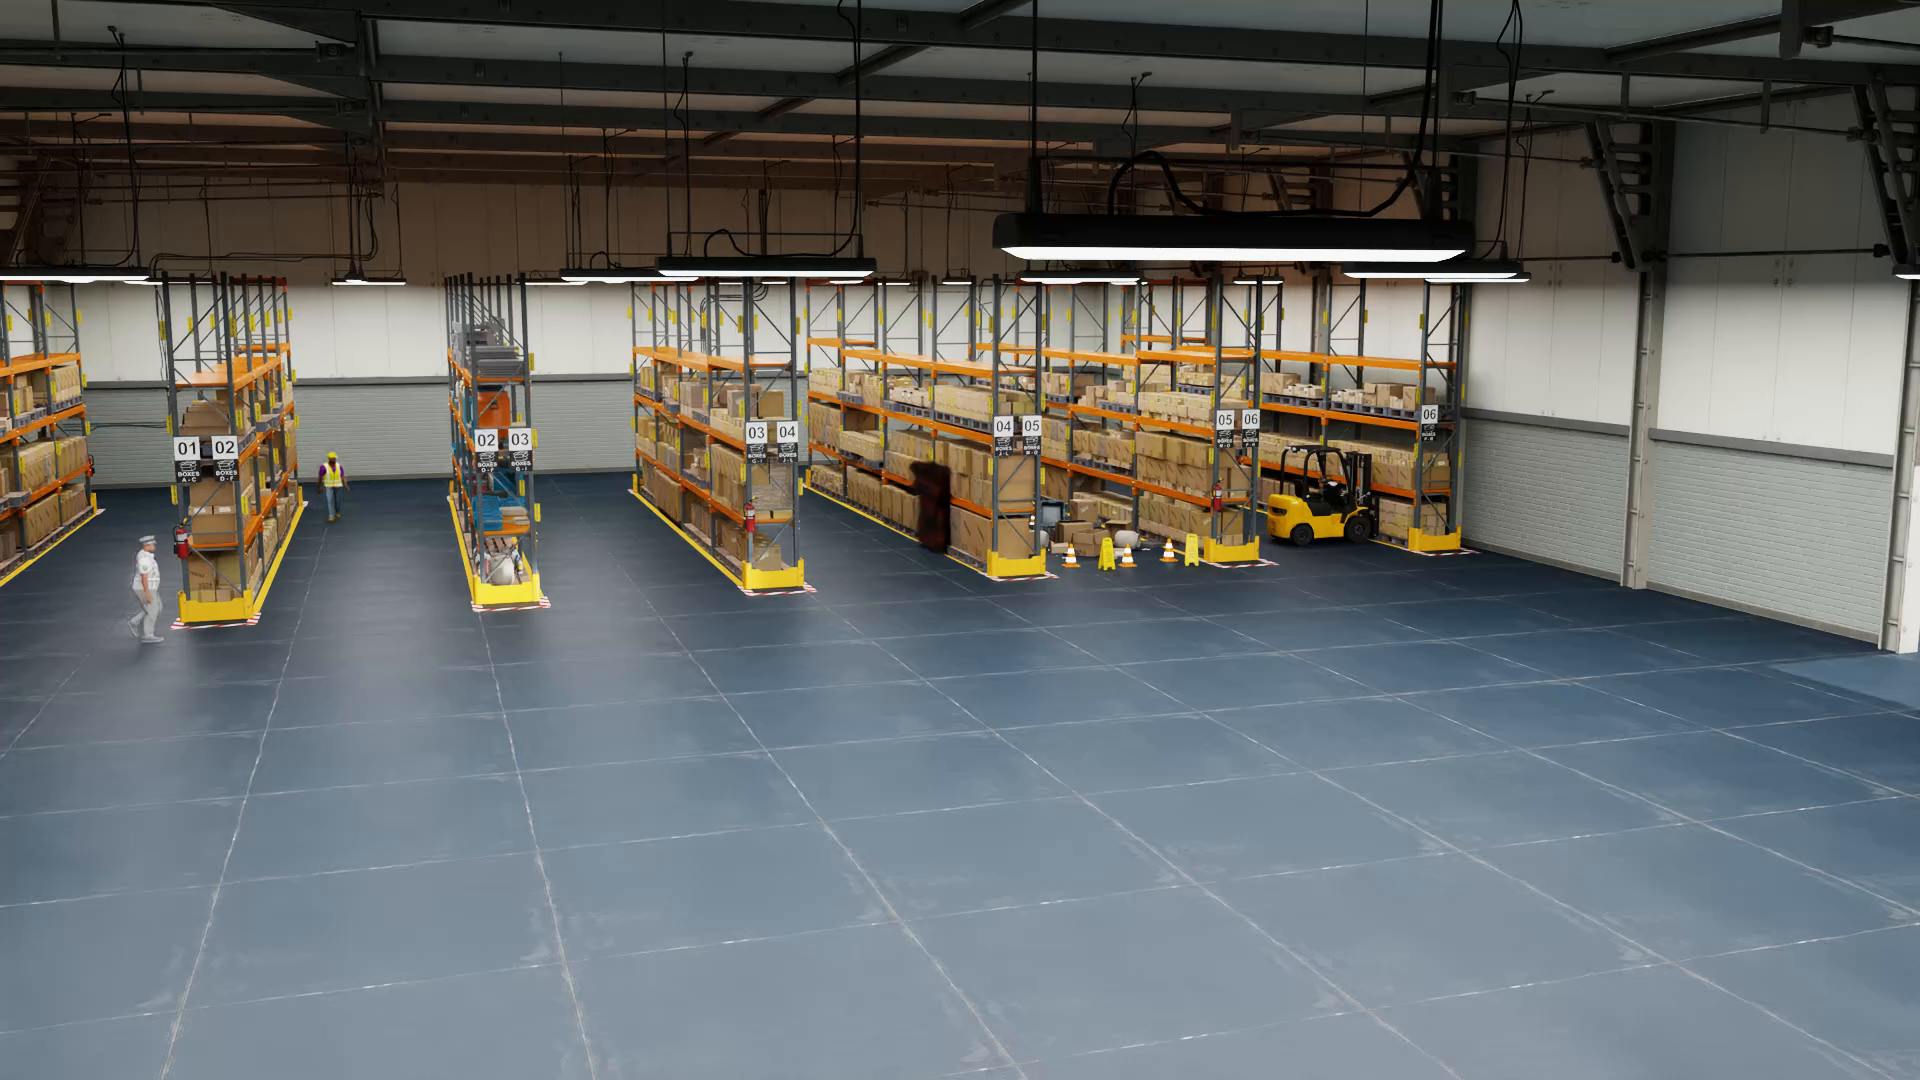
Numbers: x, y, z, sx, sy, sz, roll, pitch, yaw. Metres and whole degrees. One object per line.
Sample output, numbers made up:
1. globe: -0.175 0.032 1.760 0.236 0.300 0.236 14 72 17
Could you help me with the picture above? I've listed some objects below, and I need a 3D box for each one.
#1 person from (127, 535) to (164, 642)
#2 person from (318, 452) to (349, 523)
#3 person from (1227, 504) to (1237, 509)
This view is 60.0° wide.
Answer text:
1. person: -13.239 0.800 26.909 0.550 1.736 0.582 -3 9 -22
2. person: -15.468 -1.316 41.031 0.725 1.717 1.058 -3 9 -20
3. person: 6.477 -1.126 39.658 0.502 1.782 0.591 2 9 11
